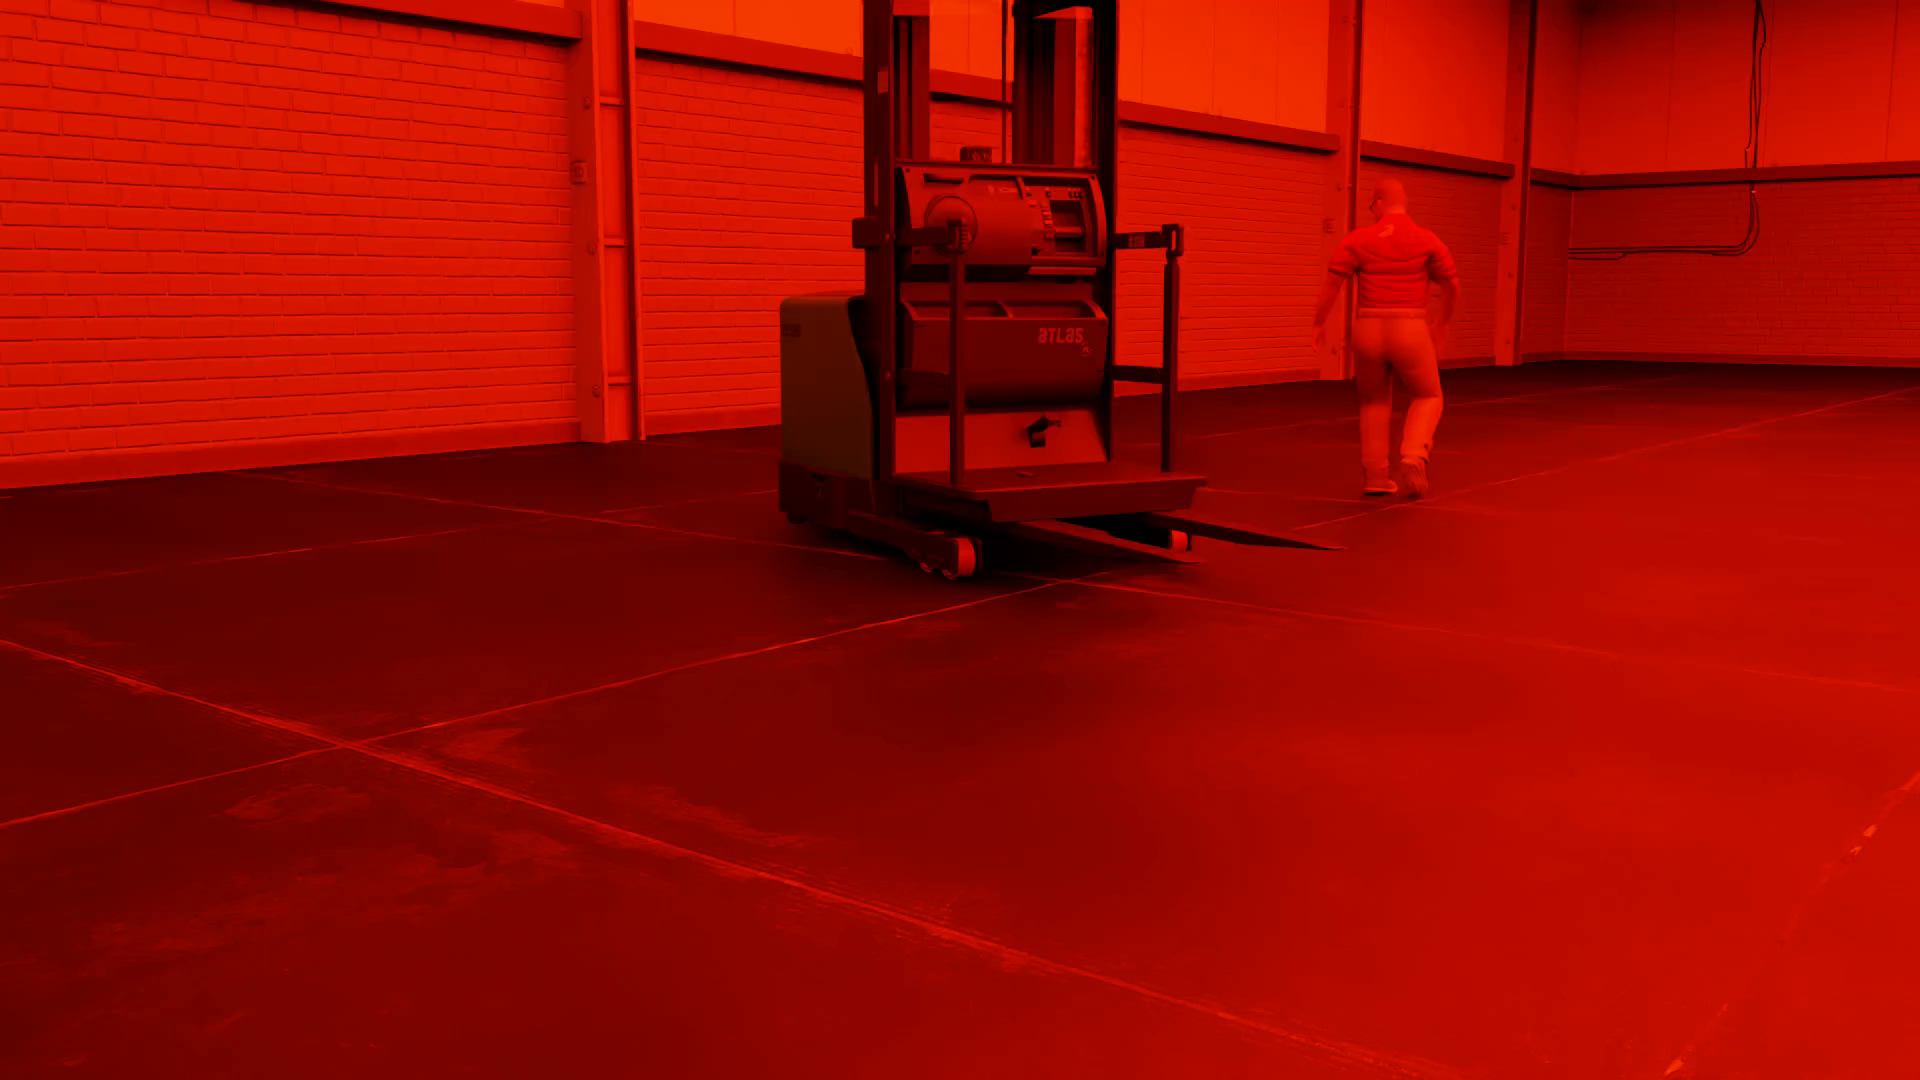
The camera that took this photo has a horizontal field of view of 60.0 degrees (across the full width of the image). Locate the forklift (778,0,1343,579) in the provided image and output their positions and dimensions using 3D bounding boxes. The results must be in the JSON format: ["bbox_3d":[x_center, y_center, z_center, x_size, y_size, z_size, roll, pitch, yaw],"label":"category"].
[{"bbox_3d":[0.294,-1.373,6.664,1.130,2.935,3.031,-5,9,-28],"label":"forklift"}]

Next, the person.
[{"bbox_3d":[2.302,-1.083,9.029,0.779,1.707,0.492,5,10,29],"label":"person"}]
